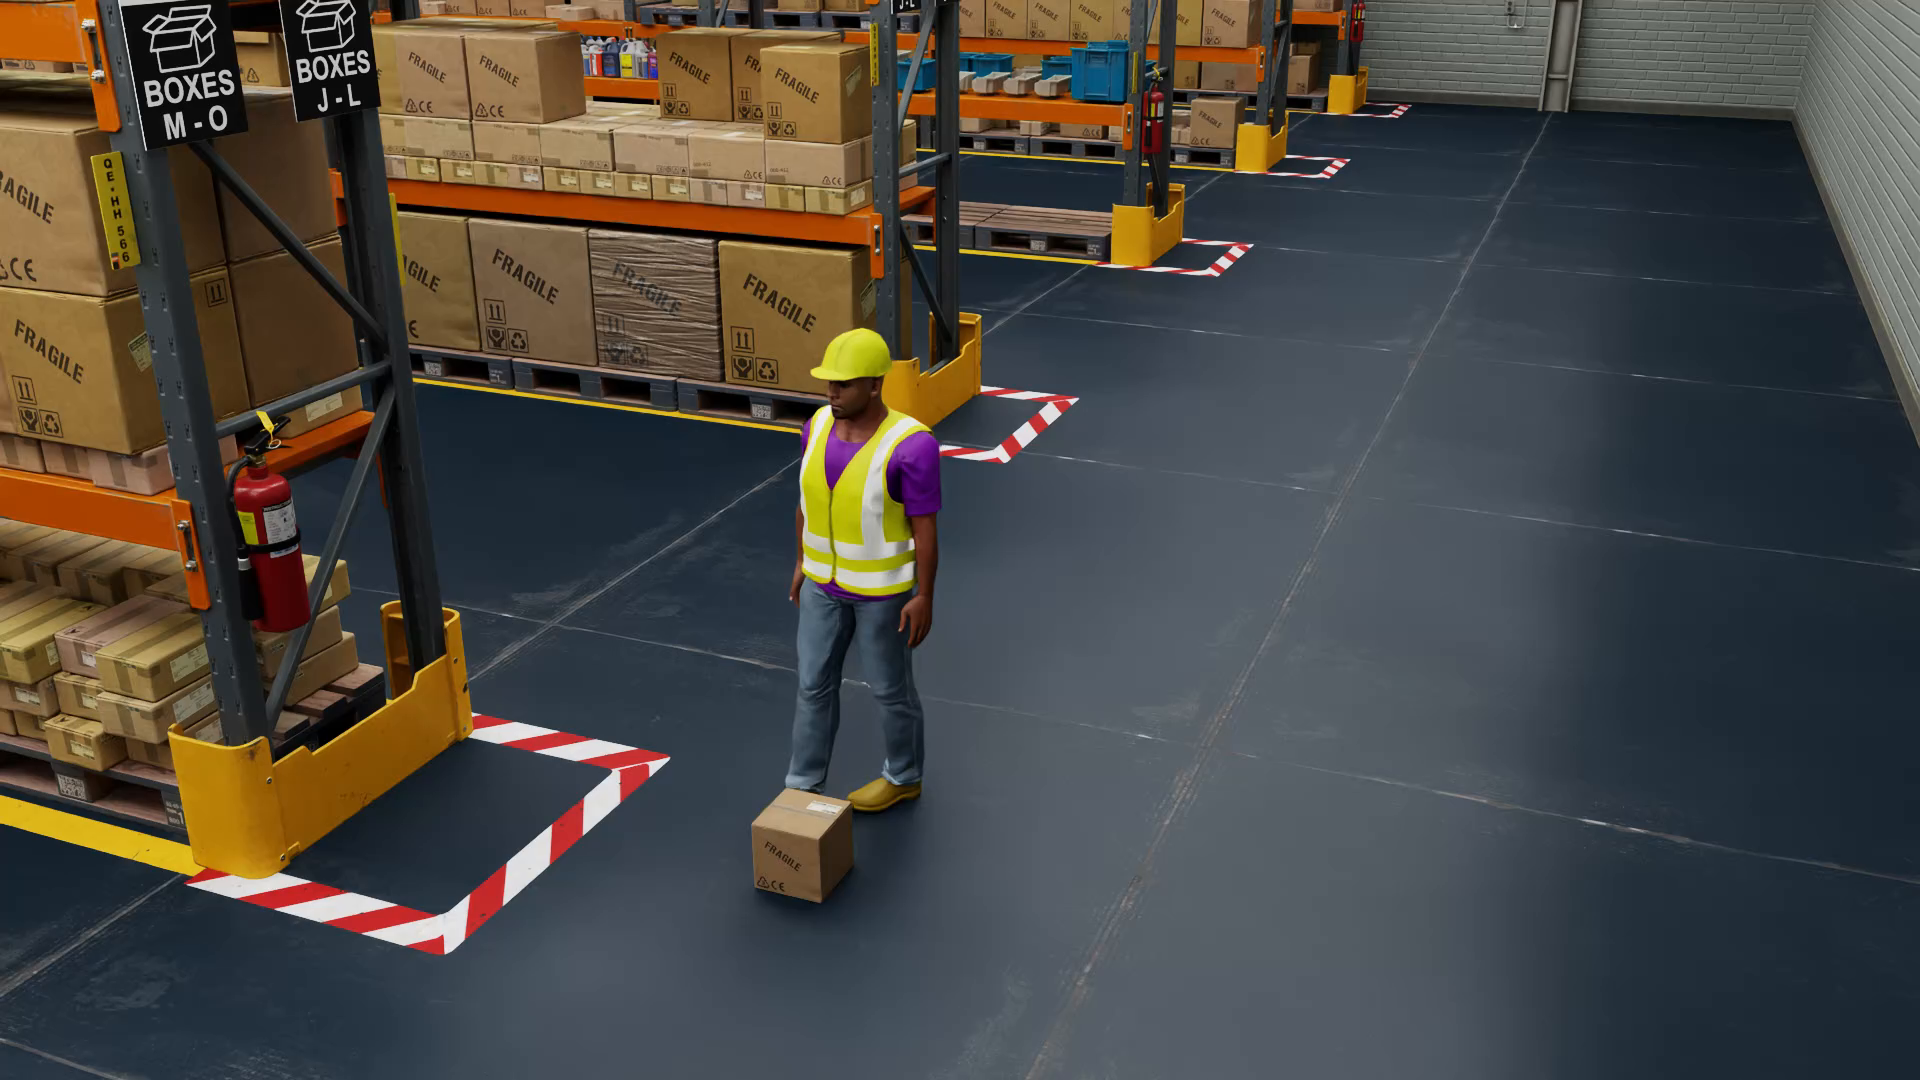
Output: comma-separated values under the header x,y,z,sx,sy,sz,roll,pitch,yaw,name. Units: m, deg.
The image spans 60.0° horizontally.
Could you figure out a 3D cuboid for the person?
x,y,z,sx,sy,sz,roll,pitch,yaw,name
-0.396,0.186,5.642,0.575,1.726,0.612,14,26,30,person
